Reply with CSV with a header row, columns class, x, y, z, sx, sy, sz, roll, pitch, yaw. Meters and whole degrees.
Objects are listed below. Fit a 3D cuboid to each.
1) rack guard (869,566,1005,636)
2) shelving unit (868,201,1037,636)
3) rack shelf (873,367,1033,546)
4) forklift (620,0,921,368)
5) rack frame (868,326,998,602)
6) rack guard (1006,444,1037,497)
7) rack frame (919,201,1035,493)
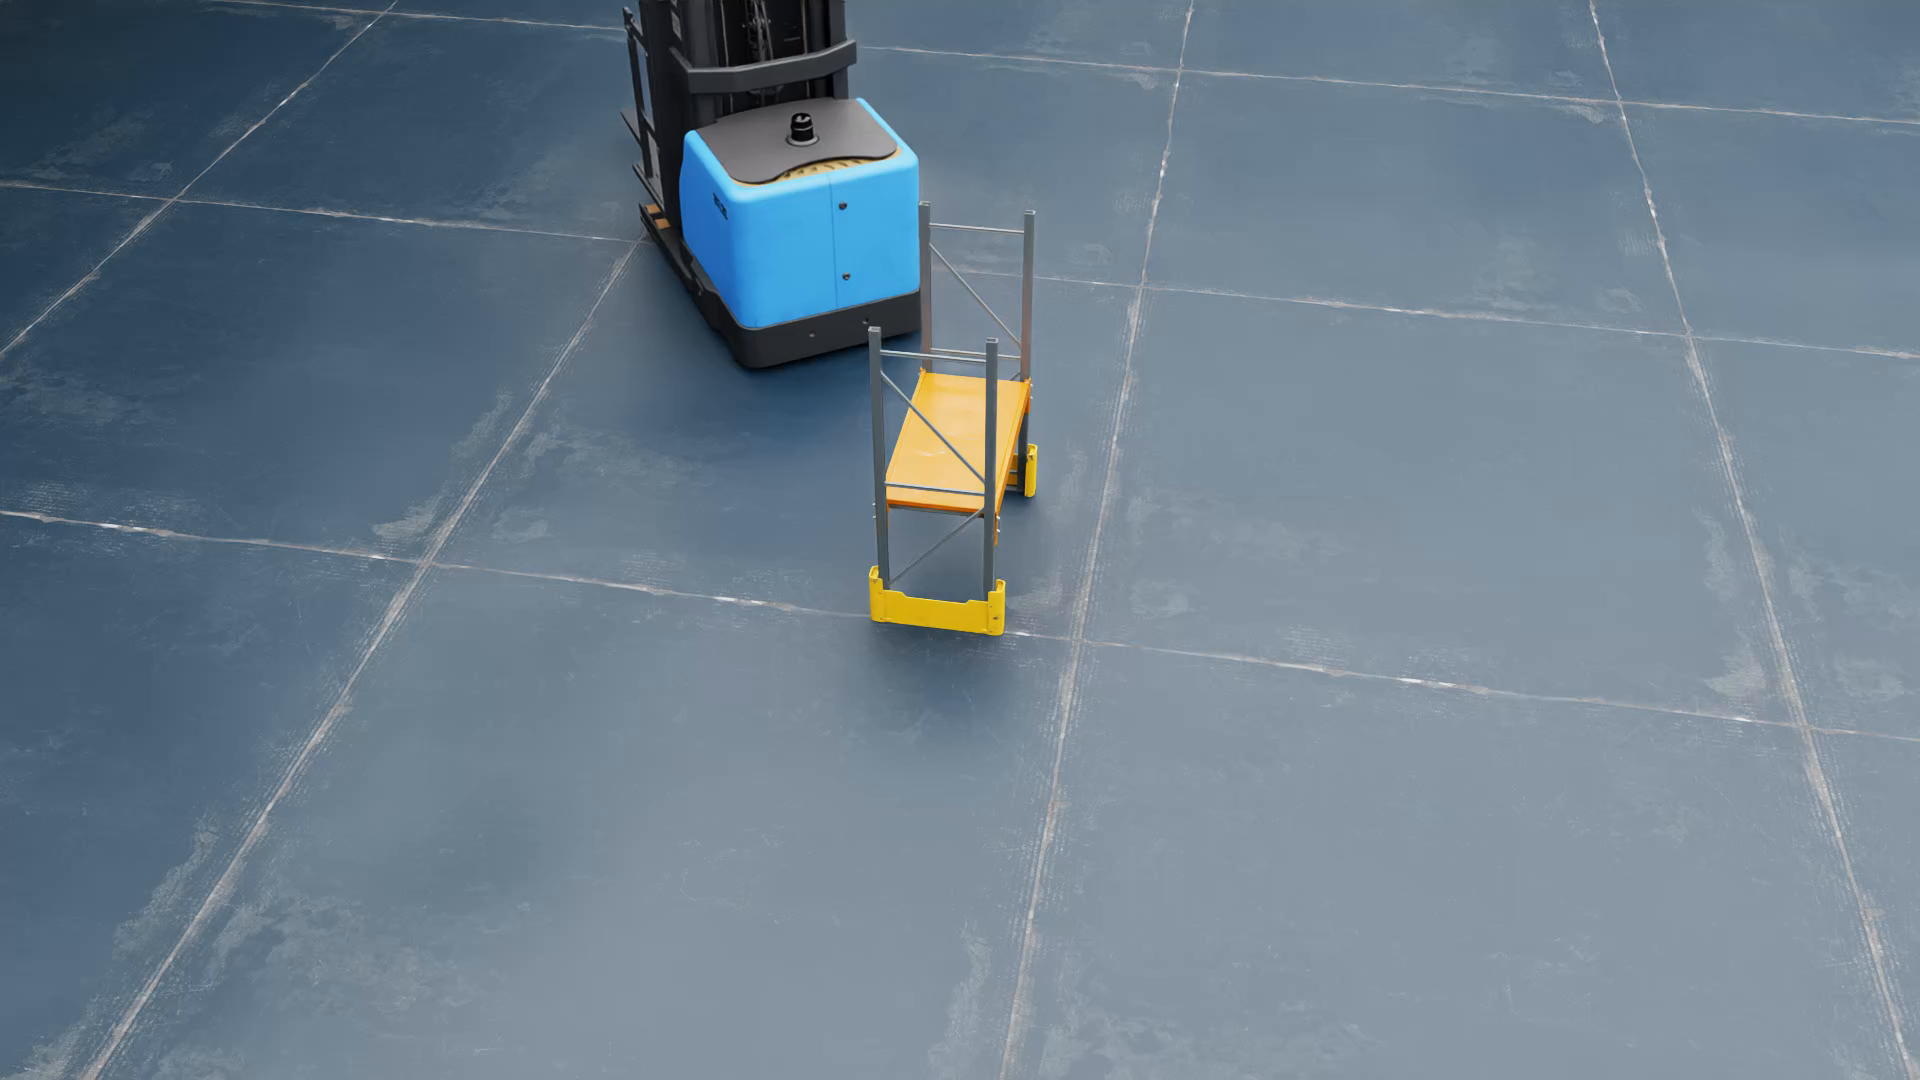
class,x,y,z,sx,sy,sz,roll,pitch,yaw
rack guard,-0.099,0.264,7.234,0.587,0.250,0.087,6,40,8
shelving unit,-0.013,-0.530,7.214,0.587,1.500,1.083,6,40,8
rack shelf,-0.015,-0.386,7.322,0.538,0.185,1.000,6,40,8
forklift,-1.267,-2.971,9.044,1.130,2.935,3.031,-16,42,-19
rack frame,-0.103,-0.205,6.821,0.500,1.500,0.032,6,40,8
rack guard,0.073,-0.361,7.991,0.587,0.250,0.087,6,40,8
rack frame,0.073,-0.844,7.593,0.500,1.500,0.032,6,40,8
